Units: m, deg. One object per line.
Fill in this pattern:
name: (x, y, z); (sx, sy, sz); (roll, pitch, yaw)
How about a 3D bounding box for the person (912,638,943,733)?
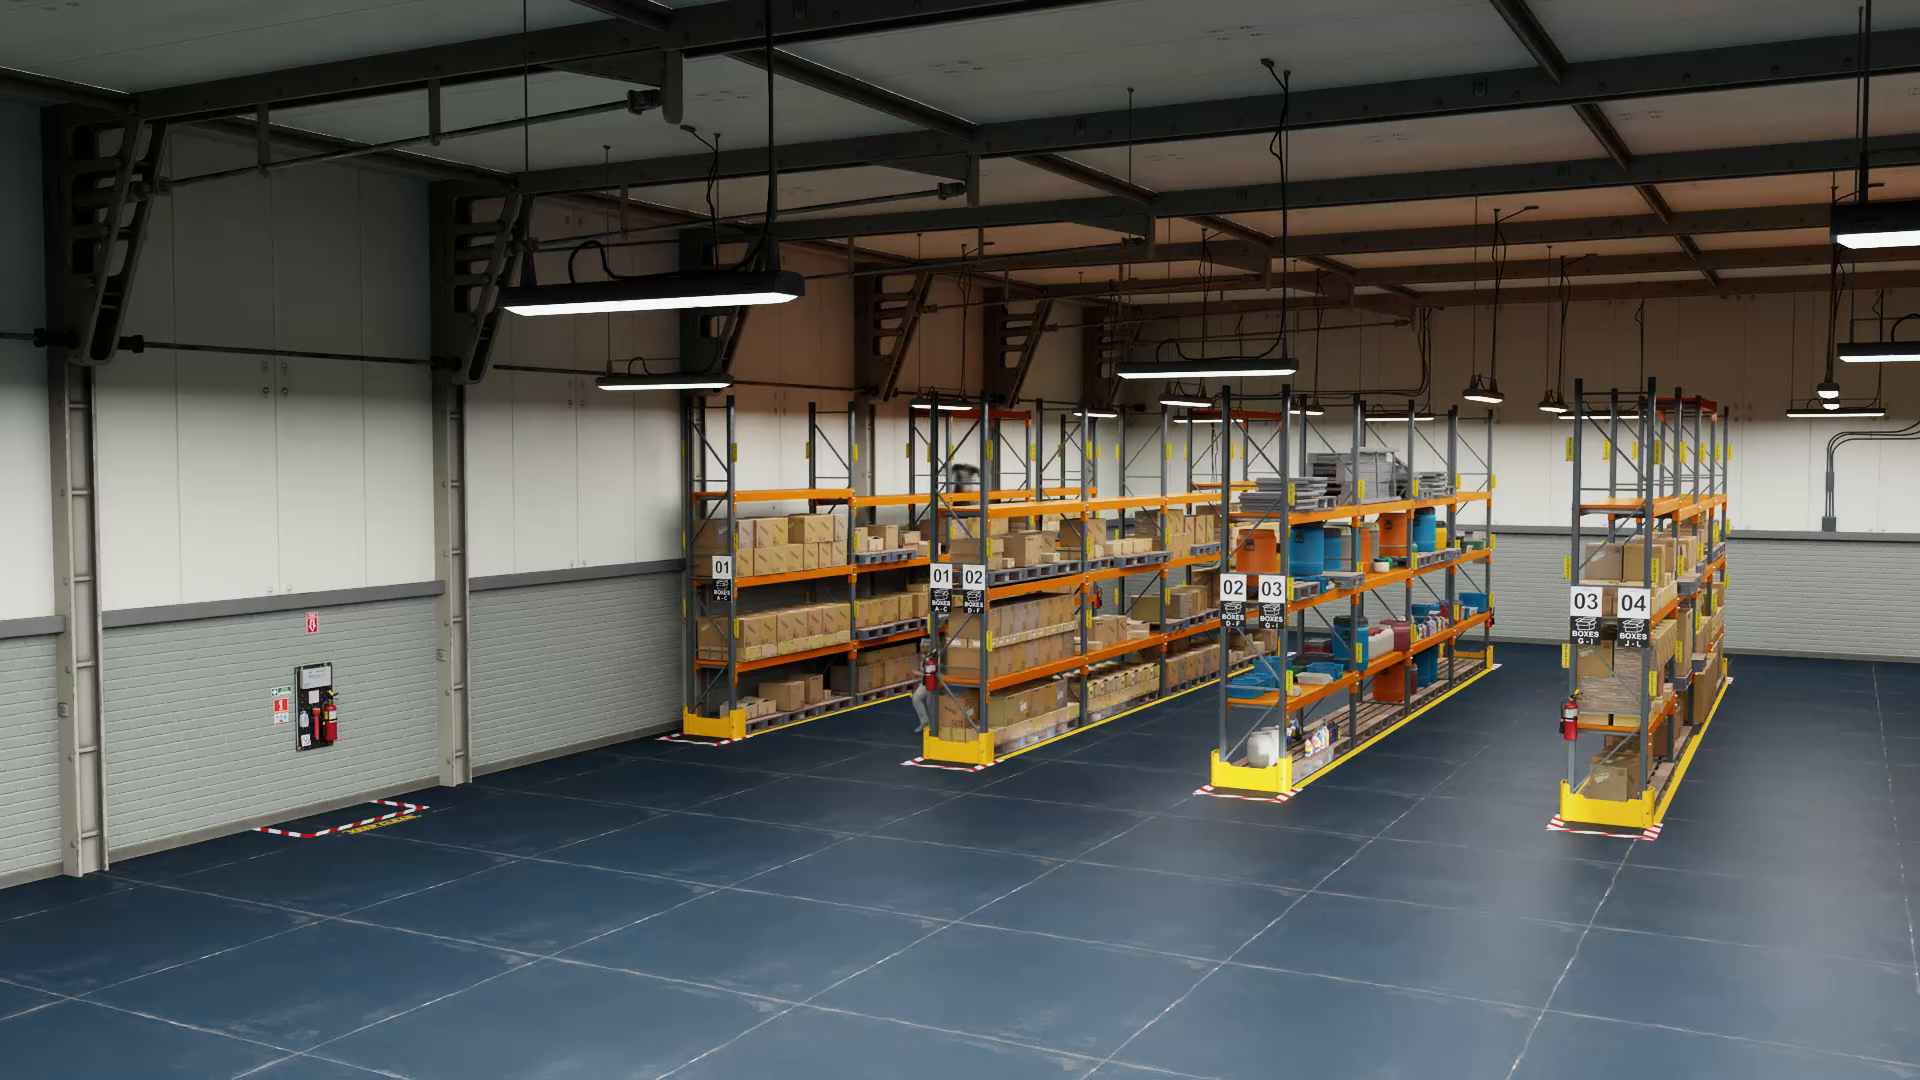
person: (-0.562, 2.580, 29.727); (0.712, 1.700, 0.793); (-2, 4, -34)
